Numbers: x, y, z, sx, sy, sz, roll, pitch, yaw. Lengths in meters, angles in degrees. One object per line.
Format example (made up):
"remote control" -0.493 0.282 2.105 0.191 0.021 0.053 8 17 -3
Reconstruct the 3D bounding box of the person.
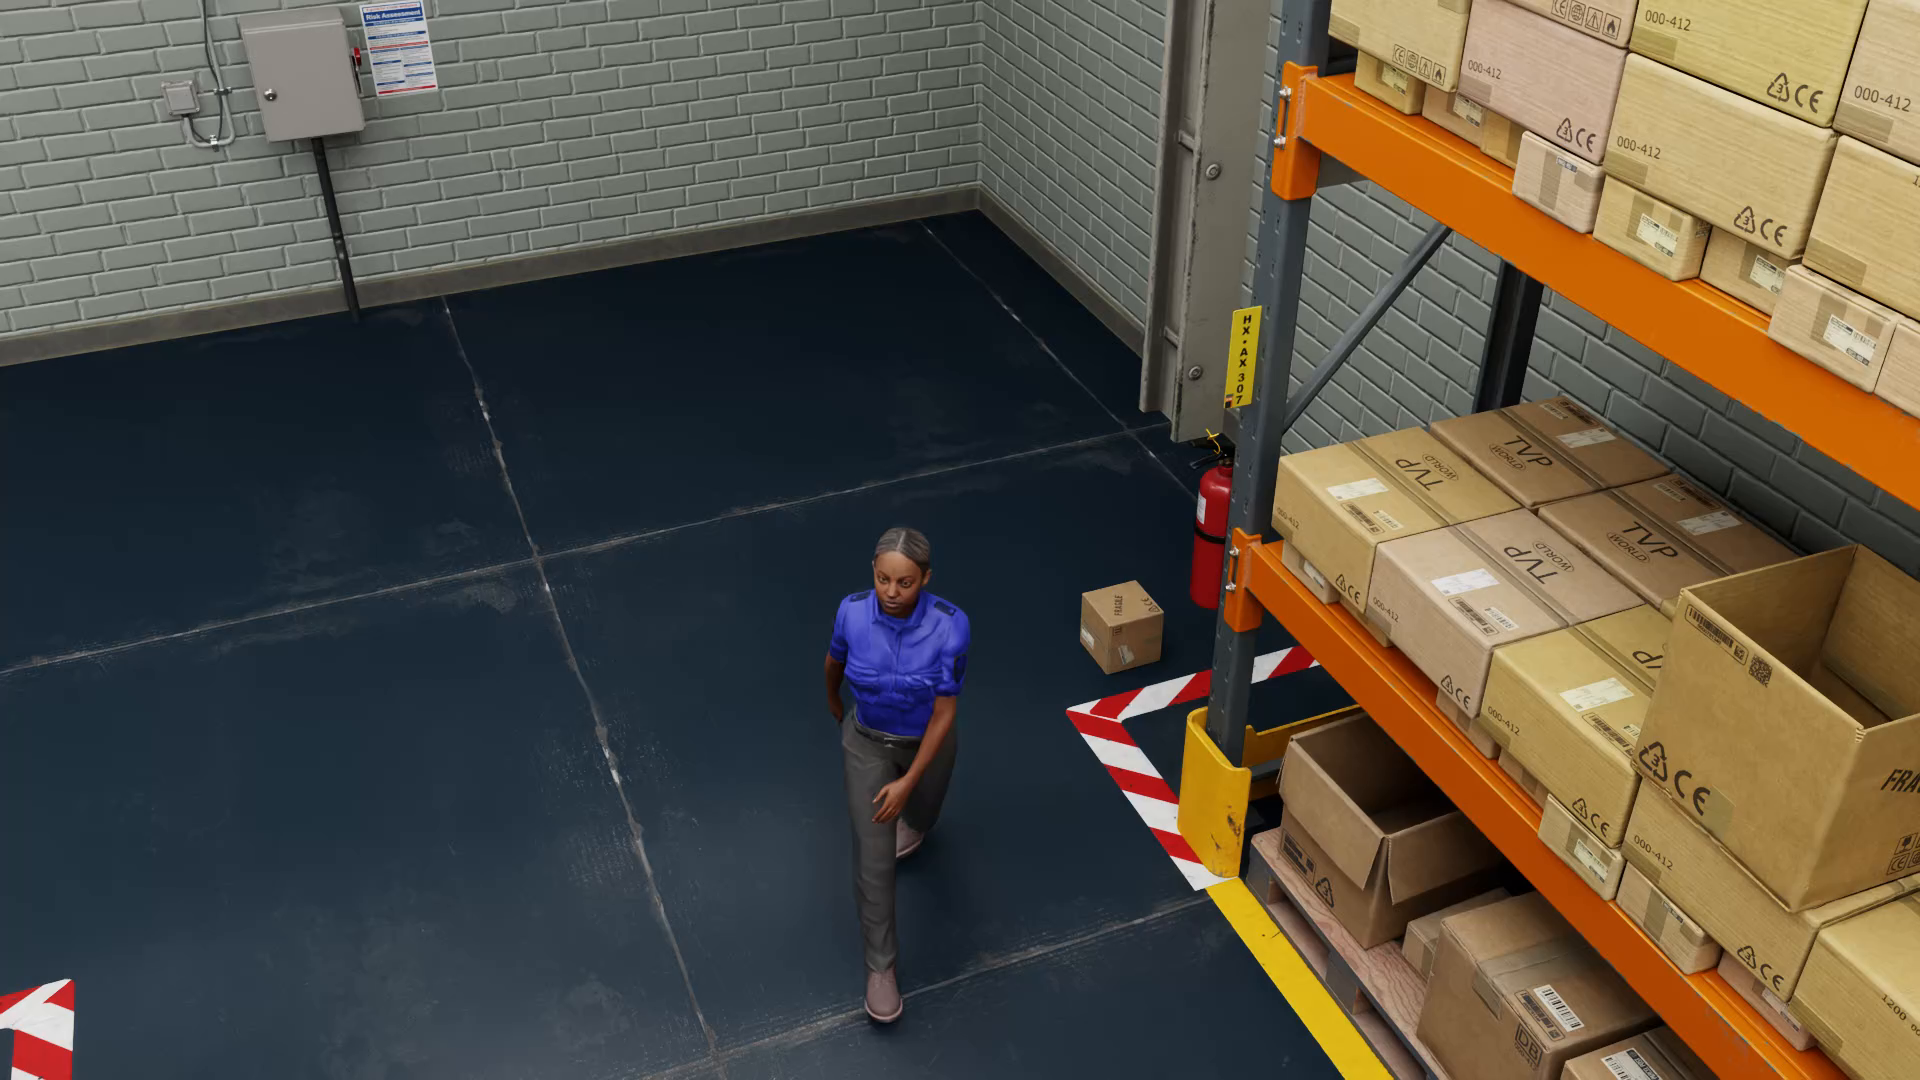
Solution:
"person" -0.206 0.623 5.223 0.482 1.597 0.981 2 34 3
